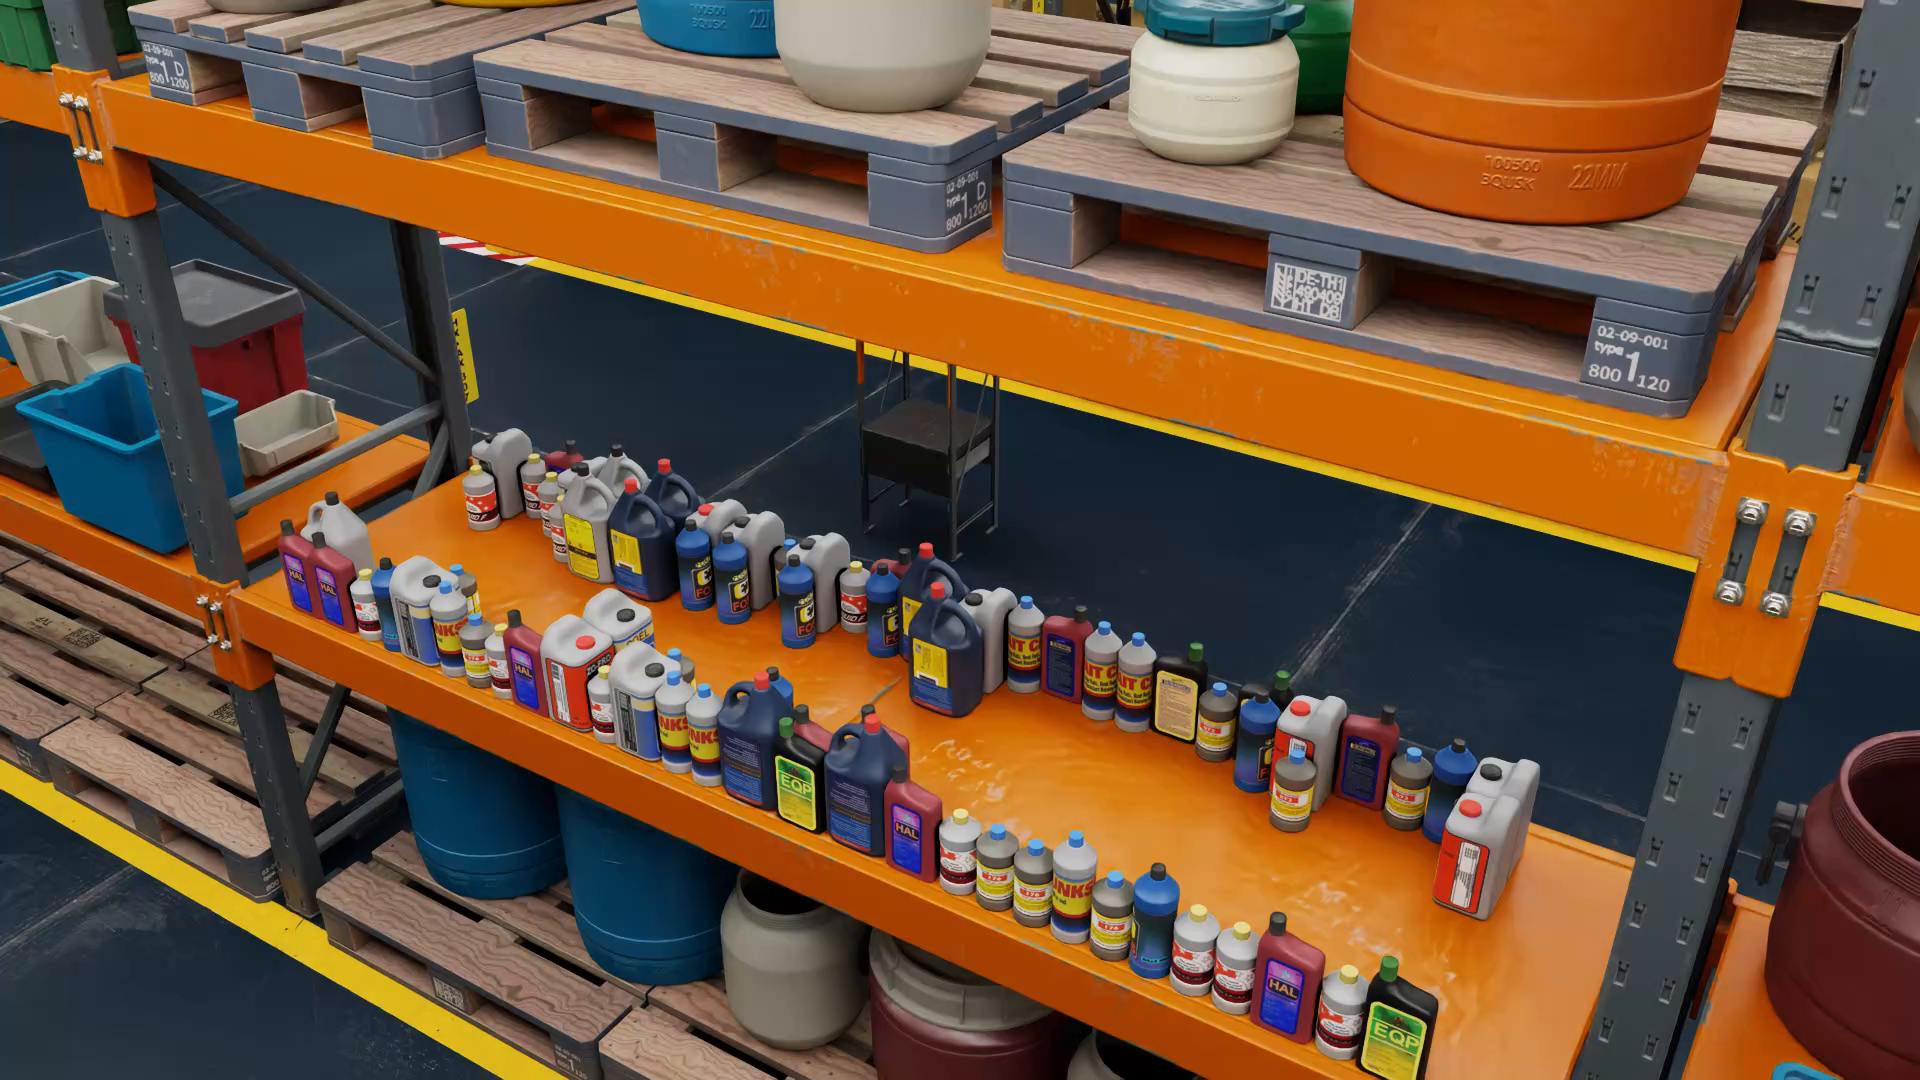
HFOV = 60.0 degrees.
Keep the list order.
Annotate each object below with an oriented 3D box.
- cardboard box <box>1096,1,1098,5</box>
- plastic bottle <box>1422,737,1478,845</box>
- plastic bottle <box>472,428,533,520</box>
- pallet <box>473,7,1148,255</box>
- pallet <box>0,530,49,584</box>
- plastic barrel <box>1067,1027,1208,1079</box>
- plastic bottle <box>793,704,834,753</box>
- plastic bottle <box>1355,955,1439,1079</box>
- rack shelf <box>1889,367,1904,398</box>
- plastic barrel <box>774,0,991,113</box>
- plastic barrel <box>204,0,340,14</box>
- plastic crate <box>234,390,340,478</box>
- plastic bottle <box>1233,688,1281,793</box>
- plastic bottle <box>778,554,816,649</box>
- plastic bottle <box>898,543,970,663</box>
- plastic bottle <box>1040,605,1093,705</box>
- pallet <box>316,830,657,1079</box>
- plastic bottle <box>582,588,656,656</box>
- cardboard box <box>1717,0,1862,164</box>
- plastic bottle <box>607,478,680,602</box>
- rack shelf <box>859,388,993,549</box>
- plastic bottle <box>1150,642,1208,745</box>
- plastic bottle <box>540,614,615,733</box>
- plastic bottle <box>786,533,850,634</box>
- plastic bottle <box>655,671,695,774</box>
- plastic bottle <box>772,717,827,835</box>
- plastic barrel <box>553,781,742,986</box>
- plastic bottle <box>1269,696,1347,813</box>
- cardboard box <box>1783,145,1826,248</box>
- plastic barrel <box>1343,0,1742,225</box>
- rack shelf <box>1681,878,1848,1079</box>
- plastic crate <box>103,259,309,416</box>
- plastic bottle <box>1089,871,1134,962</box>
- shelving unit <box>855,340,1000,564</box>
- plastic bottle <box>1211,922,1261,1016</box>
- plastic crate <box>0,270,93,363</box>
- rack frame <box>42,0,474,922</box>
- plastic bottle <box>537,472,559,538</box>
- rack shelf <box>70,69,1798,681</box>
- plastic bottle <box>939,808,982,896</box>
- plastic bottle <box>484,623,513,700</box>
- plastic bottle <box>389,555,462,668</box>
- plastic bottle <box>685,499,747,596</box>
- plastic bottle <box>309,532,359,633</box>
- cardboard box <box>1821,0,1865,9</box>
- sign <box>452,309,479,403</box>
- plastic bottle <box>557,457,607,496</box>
[{"bbox_3d":[1.064,-4.591,14.465,0.250,0.149,0.380,17,34,26],"label":"cardboard box"},{"bbox_3d":[1.153,0.581,3.905,0.097,0.271,0.097,0,30,0],"label":"plastic bottle"},{"bbox_3d":[-1.451,-0.228,5.287,0.135,0.276,0.152,18,35,27],"label":"plastic bottle"},{"bbox_3d":[-0.278,-0.992,3.685,1.213,0.211,1.003,18,35,27],"label":"pallet"},{"bbox_3d":[-4.667,0.121,7.333,1.213,0.211,1.003,18,35,27],"label":"pallet"},{"bbox_3d":[0.482,1.479,4.291,0.421,0.512,0.421,0,30,0],"label":"plastic barrel"},{"bbox_3d":[-0.343,0.529,3.982,0.133,0.283,0.061,18,35,27],"label":"plastic bottle"},{"bbox_3d":[0.862,0.946,3.267,0.133,0.283,0.061,18,35,27],"label":"plastic bottle"},{"bbox_3d":[5.759,-0.445,6.250,4.000,0.370,1.077,18,35,27],"label":"rack shelf"},{"bbox_3d":[-0.150,-1.124,3.172,0.433,0.535,0.433,0,30,0],"label":"plastic barrel"},{"bbox_3d":[-1.644,-1.537,3.880,0.433,0.535,0.433,0,30,0],"label":"plastic barrel"},{"bbox_3d":[-2.275,-0.347,5.570,0.243,0.136,0.396,18,35,27],"label":"plastic crate"},{"bbox_3d":[0.729,0.483,4.073,0.097,0.271,0.097,0,30,0],"label":"plastic bottle"},{"bbox_3d":[-0.454,0.163,4.621,0.097,0.271,0.097,0,30,0],"label":"plastic bottle"},{"bbox_3d":[-0.071,0.174,4.524,0.185,0.351,0.144,18,35,27],"label":"plastic bottle"},{"bbox_3d":[0.282,0.290,4.392,0.133,0.283,0.061,18,35,27],"label":"plastic bottle"},{"bbox_3d":[-1.325,1.180,5.518,1.213,0.211,1.003,18,35,27],"label":"pallet"},{"bbox_3d":[-0.902,0.274,4.427,0.135,0.276,0.152,18,35,27],"label":"plastic bottle"},{"bbox_3d":[3.454,-1.971,7.057,0.637,0.503,0.797,19,35,29],"label":"cardboard box"},{"bbox_3d":[-0.924,-0.010,4.840,0.185,0.351,0.144,18,35,27],"label":"plastic bottle"},{"bbox_3d":[-0.140,-0.335,7.657,0.480,0.518,0.431,18,35,27],"label":"rack shelf"},{"bbox_3d":[0.560,0.378,4.242,0.133,0.283,0.061,18,35,27],"label":"plastic bottle"},{"bbox_3d":[-0.983,0.339,4.315,0.135,0.276,0.152,18,35,27],"label":"plastic bottle"},{"bbox_3d":[-0.404,0.103,4.720,0.135,0.276,0.152,18,35,27],"label":"plastic bottle"},{"bbox_3d":[-0.703,0.446,4.137,0.097,0.271,0.097,0,30,0],"label":"plastic bottle"},{"bbox_3d":[-0.376,0.555,3.938,0.133,0.283,0.061,18,35,27],"label":"plastic bottle"},{"bbox_3d":[-0.905,0.818,5.036,0.708,0.901,0.600,18,35,27],"label":"plastic barrel"},{"bbox_3d":[0.845,0.498,4.043,0.135,0.276,0.152,18,35,27],"label":"plastic bottle"},{"bbox_3d":[3.515,-1.361,7.007,0.500,0.500,0.500,19,35,29],"label":"cardboard box"},{"bbox_3d":[0.952,-0.994,2.657,0.708,0.830,0.600,18,35,27],"label":"plastic barrel"},{"bbox_3d":[3.125,1.669,2.627,4.000,0.370,1.077,18,35,27],"label":"rack shelf"},{"bbox_3d":[-2.579,-0.649,5.763,0.583,0.464,0.402,18,35,27],"label":"plastic crate"},{"bbox_3d":[0.331,0.803,3.594,0.097,0.201,0.097,0,30,0],"label":"plastic bottle"},{"bbox_3d":[-0.140,-0.951,7.297,0.503,2.100,0.431,18,35,27],"label":"shelving unit"},{"bbox_3d":[0.579,0.881,3.460,0.097,0.201,0.097,0,30,0],"label":"plastic bottle"},{"bbox_3d":[-3.469,-0.834,6.309,0.300,0.233,0.416,18,35,27],"label":"plastic crate"},{"bbox_3d":[-1.956,-0.249,5.201,0.127,3.000,1.000,18,35,27],"label":"rack frame"},{"bbox_3d":[-1.257,-0.115,5.167,0.097,0.201,0.097,0,30,0],"label":"plastic bottle"},{"bbox_3d":[-0.263,-0.698,3.708,4.000,0.370,1.077,18,35,27],"label":"rack shelf"},{"bbox_3d":[0.001,0.699,3.773,0.097,0.201,0.097,0,30,0],"label":"plastic bottle"},{"bbox_3d":[-1.208,0.316,4.429,0.097,0.201,0.097,0,30,0],"label":"plastic bottle"},{"bbox_3d":[-1.457,0.189,4.573,0.135,0.276,0.152,18,35,27],"label":"plastic bottle"},{"bbox_3d":[-0.714,0.005,4.888,0.135,0.276,0.152,18,35,27],"label":"plastic bottle"},{"bbox_3d":[-1.760,0.117,4.688,0.133,0.283,0.061,18,35,27],"label":"plastic bottle"},{"bbox_3d":[5.697,-3.526,10.650,0.250,0.149,0.380,18,35,28],"label":"cardboard box"},{"bbox_3d":[-1.662,-0.603,5.532,0.005,0.325,0.100,18,35,27],"label":"sign"},{"bbox_3d":[-1.141,-0.130,5.120,0.135,0.276,0.152,18,35,27],"label":"plastic bottle"}]
